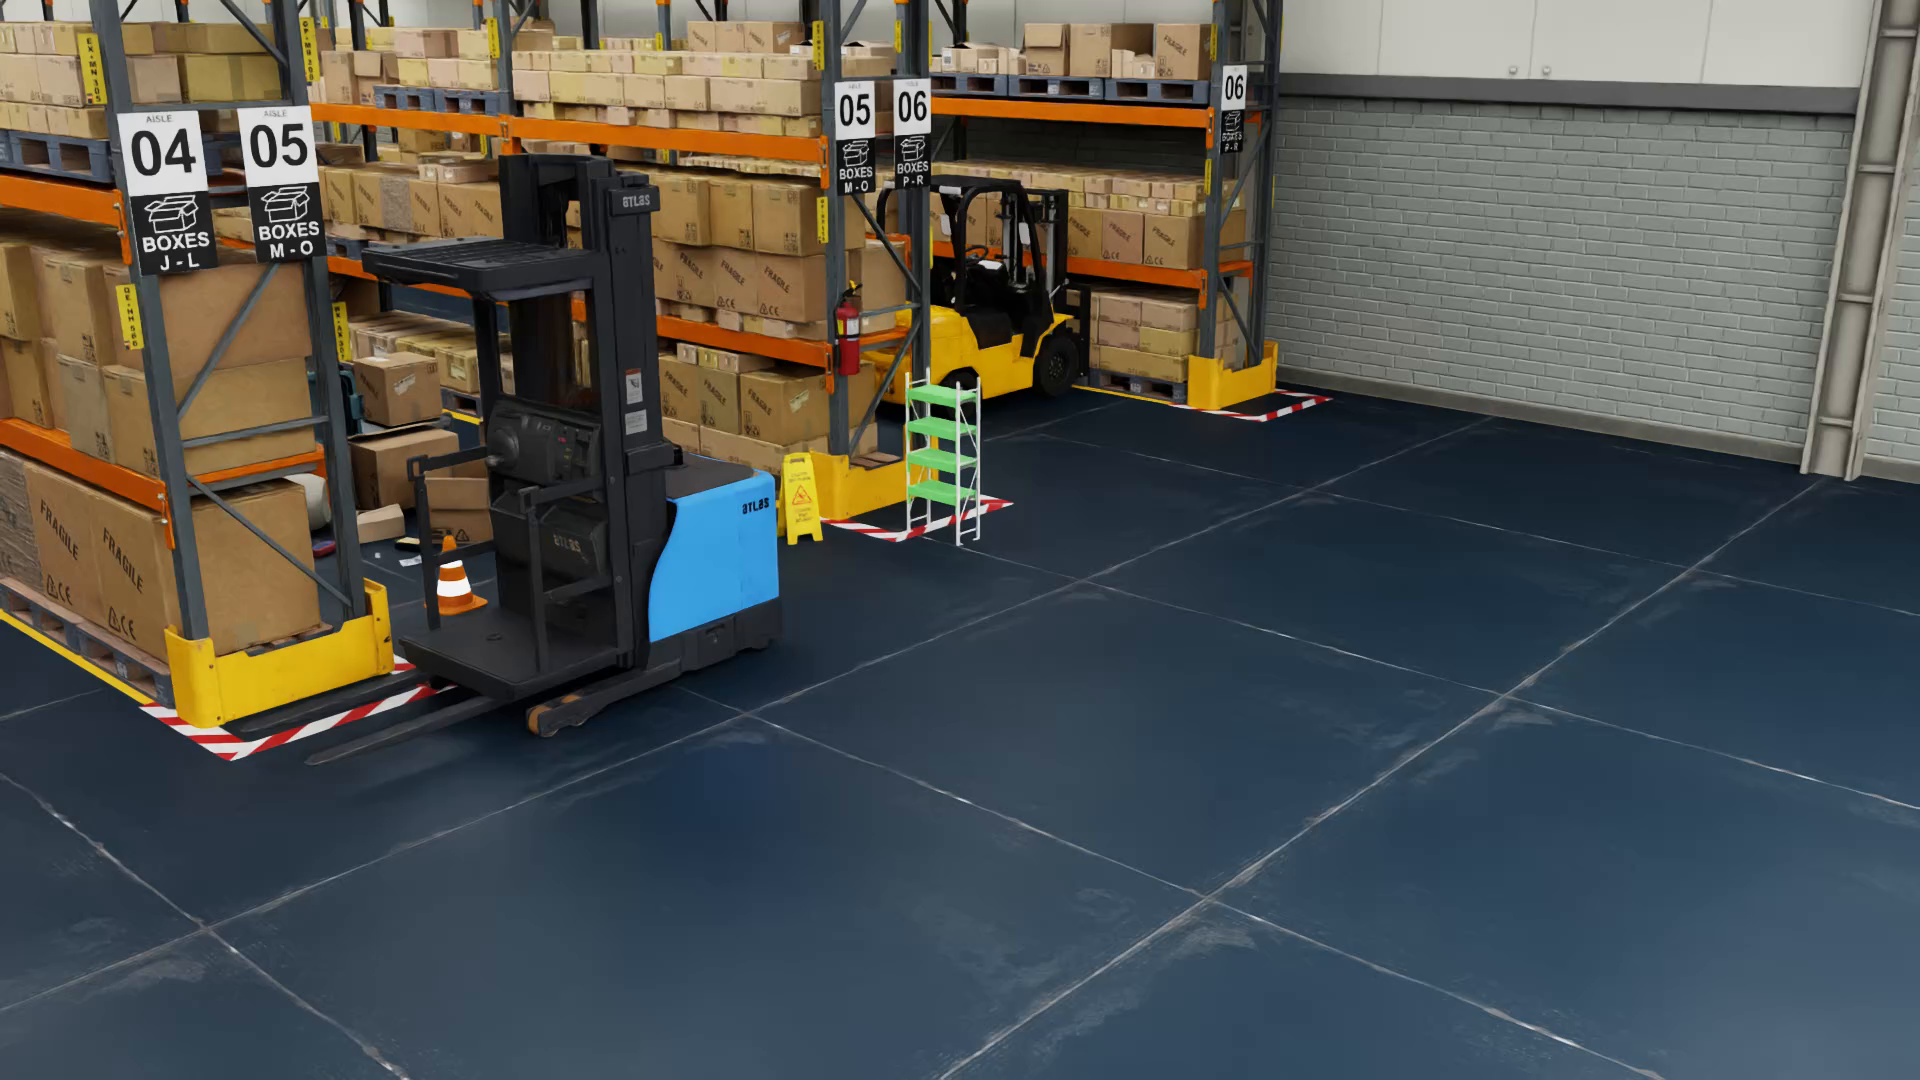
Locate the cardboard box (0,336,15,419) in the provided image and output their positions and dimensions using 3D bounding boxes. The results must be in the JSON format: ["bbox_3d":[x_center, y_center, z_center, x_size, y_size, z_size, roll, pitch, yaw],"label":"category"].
[{"bbox_3d":[-5.770,-1.143,10.508,0.550,0.550,0.875,15,23,39],"label":"cardboard box"}]

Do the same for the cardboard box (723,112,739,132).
[{"bbox_3d":[-1.586,-3.209,12.720,0.250,0.149,0.380,15,23,40],"label":"cardboard box"}]

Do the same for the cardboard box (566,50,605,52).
[{"bbox_3d":[-3.214,-4.200,14.524,0.250,0.149,0.380,16,23,40],"label":"cardboard box"}]

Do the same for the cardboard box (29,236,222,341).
[{"bbox_3d":[-4.868,-1.483,9.792,0.550,0.550,0.875,15,23,39],"label":"cardboard box"}]

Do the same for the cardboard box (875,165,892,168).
[{"bbox_3d":[-0.982,-4.286,19.421,0.250,0.149,0.380,15,23,39],"label":"cardboard box"}]

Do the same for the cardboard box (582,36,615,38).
[{"bbox_3d":[-4.816,-6.616,22.106,0.250,0.149,0.380,16,23,41],"label":"cardboard box"}]

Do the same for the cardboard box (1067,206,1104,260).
[{"bbox_3d":[1.380,-3.141,16.884,0.500,0.500,0.500,14,23,38],"label":"cardboard box"}]

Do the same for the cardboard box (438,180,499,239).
[{"bbox_3d":[-4.466,-3.054,15.423,0.500,0.500,0.500,15,23,40],"label":"cardboard box"}]

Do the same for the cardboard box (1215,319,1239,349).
[{"bbox_3d":[2.474,-2.114,16.838,0.500,0.250,0.500,16,23,40],"label":"cardboard box"}]

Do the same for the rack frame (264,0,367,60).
[{"bbox_3d":[-6.588,-6.186,16.729,0.127,3.000,1.000,15,23,39],"label":"rack frame"}]

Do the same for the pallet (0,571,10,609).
[{"bbox_3d":[-6.290,0.116,11.398,1.213,0.211,1.003,15,23,39],"label":"pallet"}]

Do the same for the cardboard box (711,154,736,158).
[{"bbox_3d":[-2.919,-4.788,21.003,0.250,0.149,0.380,16,24,41],"label":"cardboard box"}]

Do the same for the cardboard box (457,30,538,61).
[{"bbox_3d":[-4.114,-4.408,14.811,0.500,0.250,0.500,16,23,40],"label":"cardboard box"}]

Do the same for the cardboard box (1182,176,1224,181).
[{"bbox_3d":[2.421,-3.526,16.535,0.250,0.149,0.380,16,24,41],"label":"cardboard box"}]

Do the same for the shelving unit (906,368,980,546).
[{"bbox_3d":[-0.124,-0.605,12.035,0.503,1.200,0.258,15,23,39],"label":"shelving unit"}]

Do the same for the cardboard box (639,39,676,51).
[{"bbox_3d":[-3.750,-6.143,20.648,0.250,0.149,0.380,16,24,41],"label":"cardboard box"}]

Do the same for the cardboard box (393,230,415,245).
[{"bbox_3d":[-5.292,-2.965,16.216,0.250,0.149,0.380,16,24,41],"label":"cardboard box"}]

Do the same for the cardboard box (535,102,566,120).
[{"bbox_3d":[-3.369,-3.650,14.110,0.250,0.149,0.380,15,23,39],"label":"cardboard box"}]

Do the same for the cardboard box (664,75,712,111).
[{"bbox_3d":[-1.933,-3.467,12.874,0.500,0.250,0.500,16,24,41],"label":"cardboard box"}]

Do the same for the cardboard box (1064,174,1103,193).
[{"bbox_3d":[1.258,-3.601,16.770,0.250,0.149,0.380,16,23,40],"label":"cardboard box"}]

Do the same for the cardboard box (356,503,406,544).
[{"bbox_3d":[-4.298,-0.152,12.152,0.396,0.266,0.258,-13,22,-36],"label":"cardboard box"}]

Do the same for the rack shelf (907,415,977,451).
[{"bbox_3d":[-0.124,-0.773,11.982,0.480,0.148,0.258,15,23,39],"label":"rack shelf"}]

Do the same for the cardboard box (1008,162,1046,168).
[{"bbox_3d":[0.731,-4.005,18.042,0.250,0.149,0.380,14,23,38],"label":"cardboard box"}]

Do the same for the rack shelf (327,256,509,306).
[{"bbox_3d":[-5.092,-2.583,16.480,4.000,0.370,1.077,15,23,39],"label":"rack shelf"}]

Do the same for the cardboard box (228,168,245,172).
[{"bbox_3d":[-7.538,-3.997,17.929,0.500,0.500,0.500,16,23,40],"label":"cardboard box"}]

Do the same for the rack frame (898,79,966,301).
[{"bbox_3d":[-0.304,-3.648,18.647,0.127,3.000,1.000,15,23,39],"label":"rack frame"}]

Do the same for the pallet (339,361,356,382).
[{"bbox_3d":[-6.005,-1.841,17.563,1.213,0.211,1.003,15,23,39],"label":"pallet"}]

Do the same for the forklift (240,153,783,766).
[{"bbox_3d":[-2.405,-0.521,8.908,1.130,2.935,3.031,14,22,38],"label":"forklift"}]

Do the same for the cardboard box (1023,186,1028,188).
[{"bbox_3d":[0.698,-3.617,17.314,0.250,0.149,0.380,14,22,38],"label":"cardboard box"}]

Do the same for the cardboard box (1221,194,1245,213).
[{"bbox_3d":[2.606,-3.328,16.402,0.250,0.149,0.380,14,23,38],"label":"cardboard box"}]

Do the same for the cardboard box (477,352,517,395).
[{"bbox_3d":[-3.990,-1.576,15.770,0.625,0.372,0.950,15,23,40],"label":"cardboard box"}]

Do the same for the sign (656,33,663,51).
[{"bbox_3d":[-3.658,-6.005,20.260,0.005,0.325,0.100,15,23,39],"label":"sign"}]

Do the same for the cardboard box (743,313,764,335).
[{"bbox_3d":[-1.467,-1.710,12.956,0.250,0.149,0.380,15,23,38],"label":"cardboard box"}]

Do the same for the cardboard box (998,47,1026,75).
[{"bbox_3d":[0.604,-4.894,16.979,0.258,0.266,0.396,14,23,38],"label":"cardboard box"}]

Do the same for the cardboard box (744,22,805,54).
[{"bbox_3d":[-2.155,-5.771,19.354,0.500,0.500,0.500,16,23,41],"label":"cardboard box"}]

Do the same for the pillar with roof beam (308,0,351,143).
[{"bbox_3d":[-13.556,-8.688,24.611,0.400,9.000,9.100,15,23,39],"label":"pillar with roof beam"}]

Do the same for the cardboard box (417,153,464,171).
[{"bbox_3d":[-5.177,-3.761,16.581,0.250,0.149,0.380,14,22,37],"label":"cardboard box"}]

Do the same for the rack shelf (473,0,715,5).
[{"bbox_3d":[-4.792,-7.178,21.704,4.000,0.370,1.077,15,23,39],"label":"rack shelf"}]

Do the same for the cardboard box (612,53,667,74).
[{"bbox_3d":[-2.567,-3.828,13.352,0.250,0.149,0.380,15,23,38],"label":"cardboard box"}]

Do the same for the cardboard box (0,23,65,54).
[{"bbox_3d":[-4.864,-2.663,8.822,0.250,0.149,0.380,16,23,40],"label":"cardboard box"}]

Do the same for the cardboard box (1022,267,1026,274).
[{"bbox_3d":[0.581,-2.860,18.365,0.500,0.250,0.500,15,23,38],"label":"cardboard box"}]

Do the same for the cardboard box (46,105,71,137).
[{"bbox_3d":[-4.476,-2.179,8.617,0.250,0.149,0.380,15,23,40],"label":"cardboard box"}]

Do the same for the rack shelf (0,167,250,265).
[{"bbox_3d":[-5.311,-2.069,9.903,4.000,0.370,1.077,15,23,39],"label":"rack shelf"}]

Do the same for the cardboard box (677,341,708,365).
[{"bbox_3d":[-2.078,-1.542,13.550,0.250,0.149,0.380,16,24,42],"label":"cardboard box"}]

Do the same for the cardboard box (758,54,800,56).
[{"bbox_3d":[-1.467,-3.735,13.059,0.250,0.149,0.380,15,23,39],"label":"cardboard box"}]

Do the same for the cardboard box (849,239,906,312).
[{"bbox_3d":[-0.775,-2.068,13.012,0.500,0.500,0.500,15,23,38],"label":"cardboard box"}]

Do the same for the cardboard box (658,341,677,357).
[{"bbox_3d":[-2.539,-1.382,14.119,0.500,0.500,0.500,17,24,42],"label":"cardboard box"}]

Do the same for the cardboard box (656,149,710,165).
[{"bbox_3d":[-3.577,-4.837,21.536,0.500,0.500,0.500,16,24,42],"label":"cardboard box"}]

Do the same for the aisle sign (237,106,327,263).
[{"bbox_3d":[-3.562,-1.873,8.758,0.004,0.787,0.394,15,23,39],"label":"aisle sign"}]

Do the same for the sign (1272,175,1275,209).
[{"bbox_3d":[3.060,-3.419,16.365,0.005,0.325,0.100,15,23,39],"label":"sign"}]

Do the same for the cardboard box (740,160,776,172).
[{"bbox_3d":[-2.432,-4.485,20.046,0.250,0.149,0.380,15,23,40],"label":"cardboard box"}]

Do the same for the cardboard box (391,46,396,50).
[{"bbox_3d":[-7.959,-7.105,24.337,0.500,0.250,0.500,15,23,38],"label":"cardboard box"}]

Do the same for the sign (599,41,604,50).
[{"bbox_3d":[-3.242,-4.324,14.965,0.005,0.325,0.100,15,23,39],"label":"sign"}]
